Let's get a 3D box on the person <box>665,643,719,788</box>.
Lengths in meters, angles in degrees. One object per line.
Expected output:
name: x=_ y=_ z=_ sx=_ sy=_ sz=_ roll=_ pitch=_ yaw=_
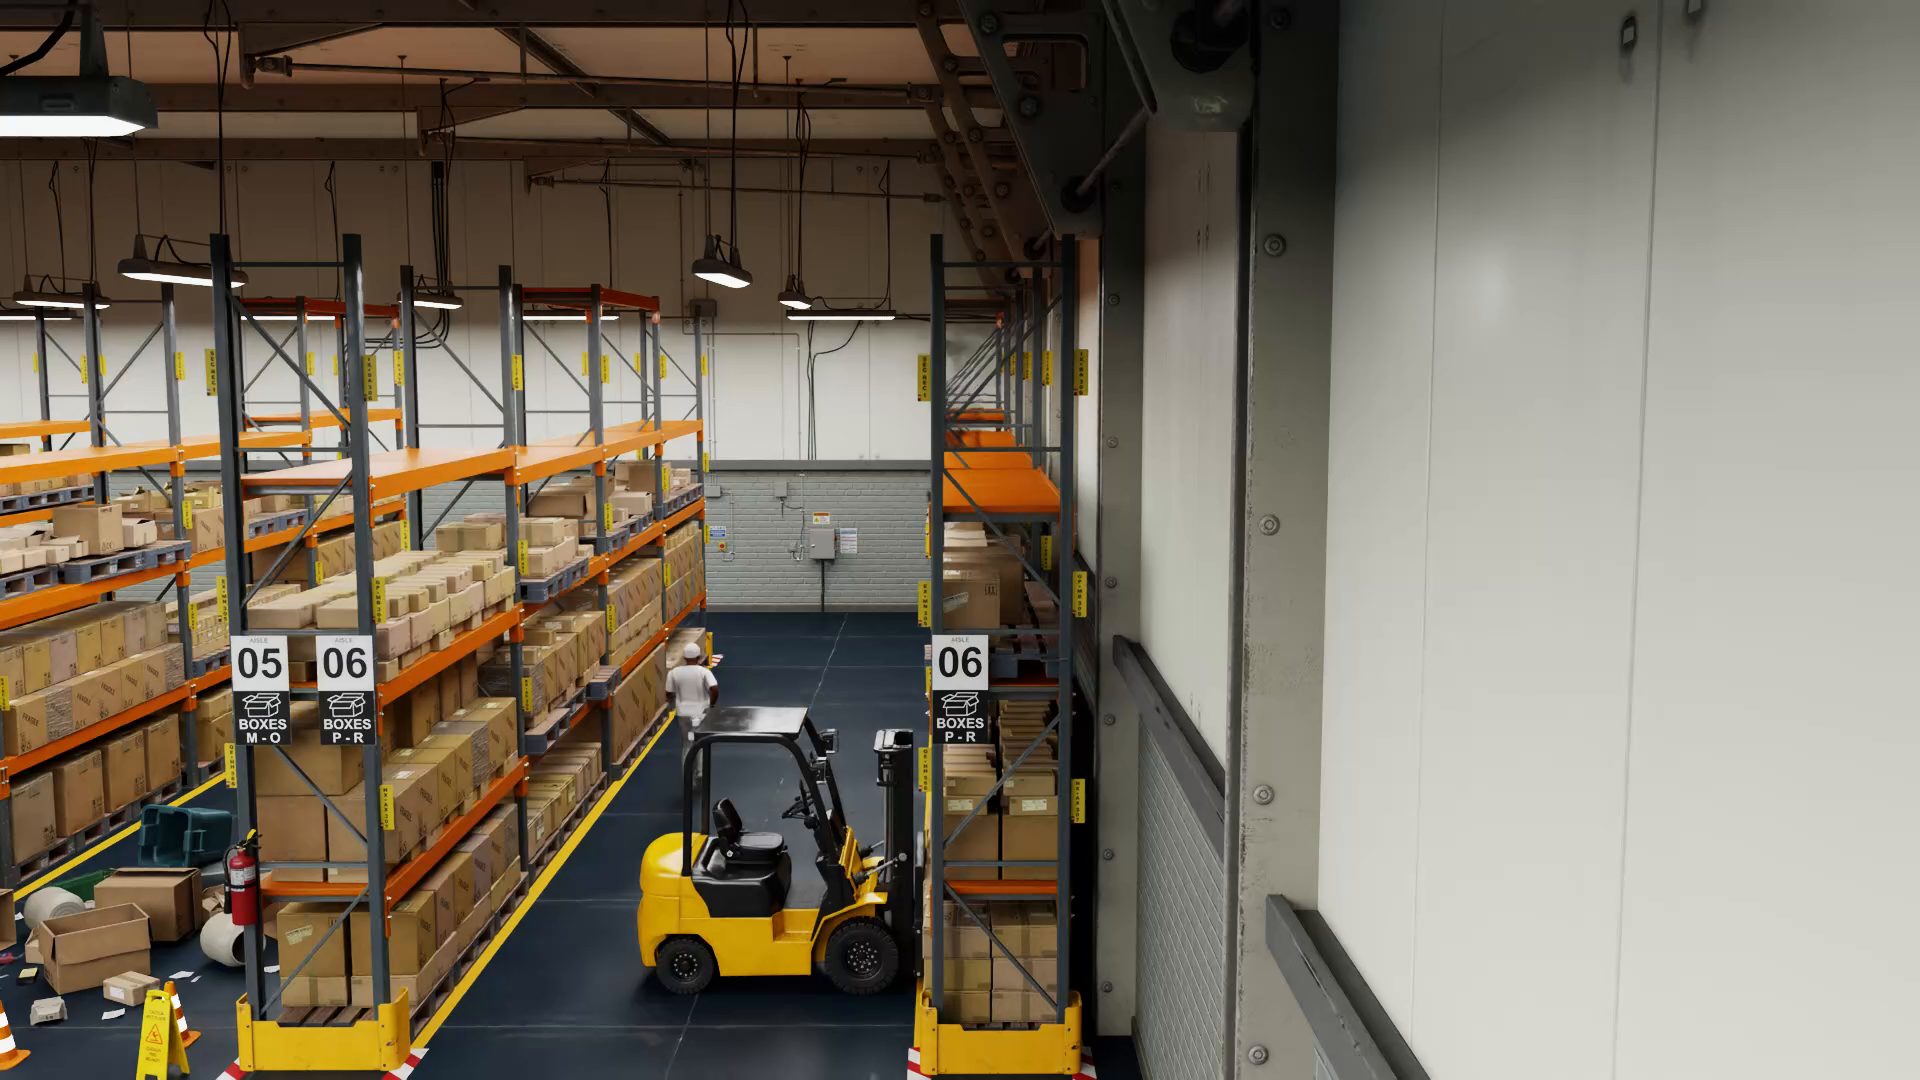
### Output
person: x=-3.173 y=2.107 z=19.866 sx=0.674 sy=1.807 sz=0.693 roll=0 pitch=6 yaw=0
